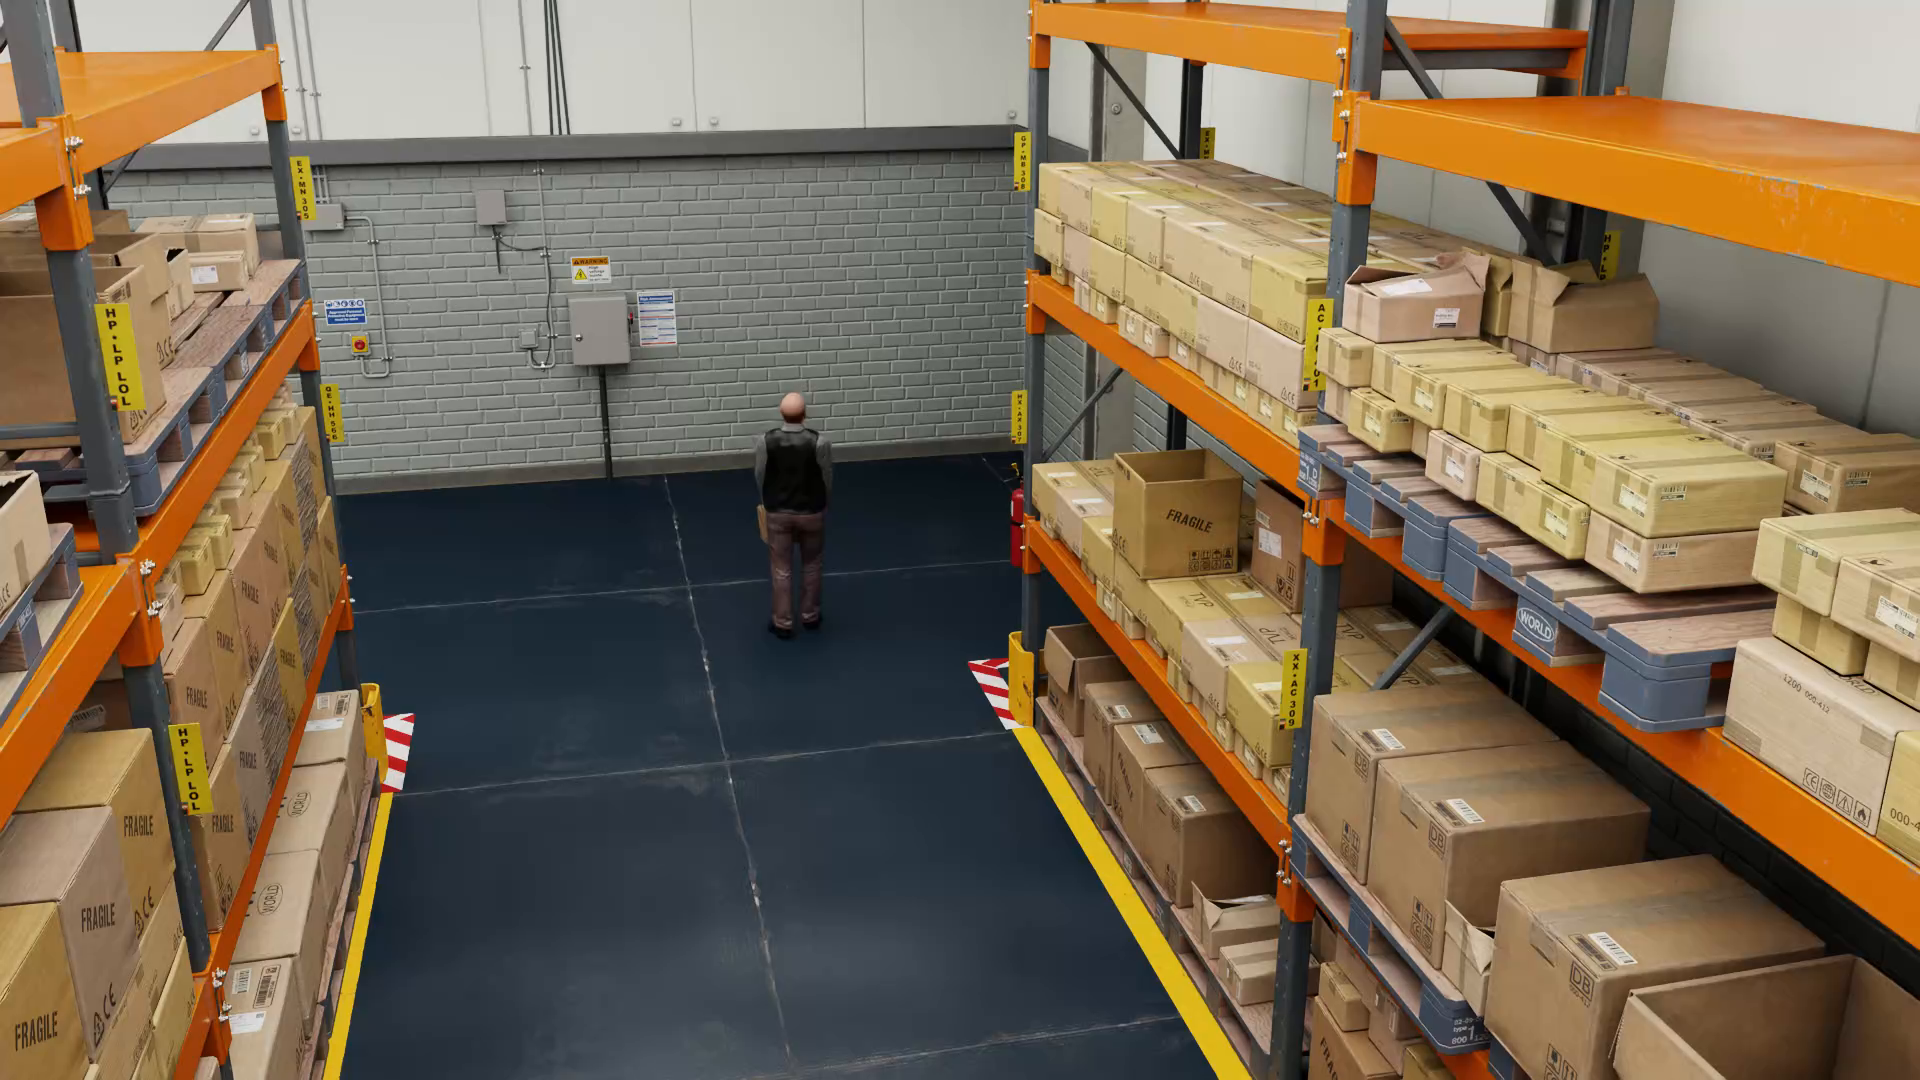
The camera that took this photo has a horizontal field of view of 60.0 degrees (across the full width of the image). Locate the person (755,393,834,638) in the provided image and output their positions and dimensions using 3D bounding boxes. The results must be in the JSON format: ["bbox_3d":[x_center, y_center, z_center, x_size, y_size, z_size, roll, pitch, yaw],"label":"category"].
[{"bbox_3d":[-1.151,-0.182,11.623,0.548,1.721,0.509,0,19,-1],"label":"person"}]
